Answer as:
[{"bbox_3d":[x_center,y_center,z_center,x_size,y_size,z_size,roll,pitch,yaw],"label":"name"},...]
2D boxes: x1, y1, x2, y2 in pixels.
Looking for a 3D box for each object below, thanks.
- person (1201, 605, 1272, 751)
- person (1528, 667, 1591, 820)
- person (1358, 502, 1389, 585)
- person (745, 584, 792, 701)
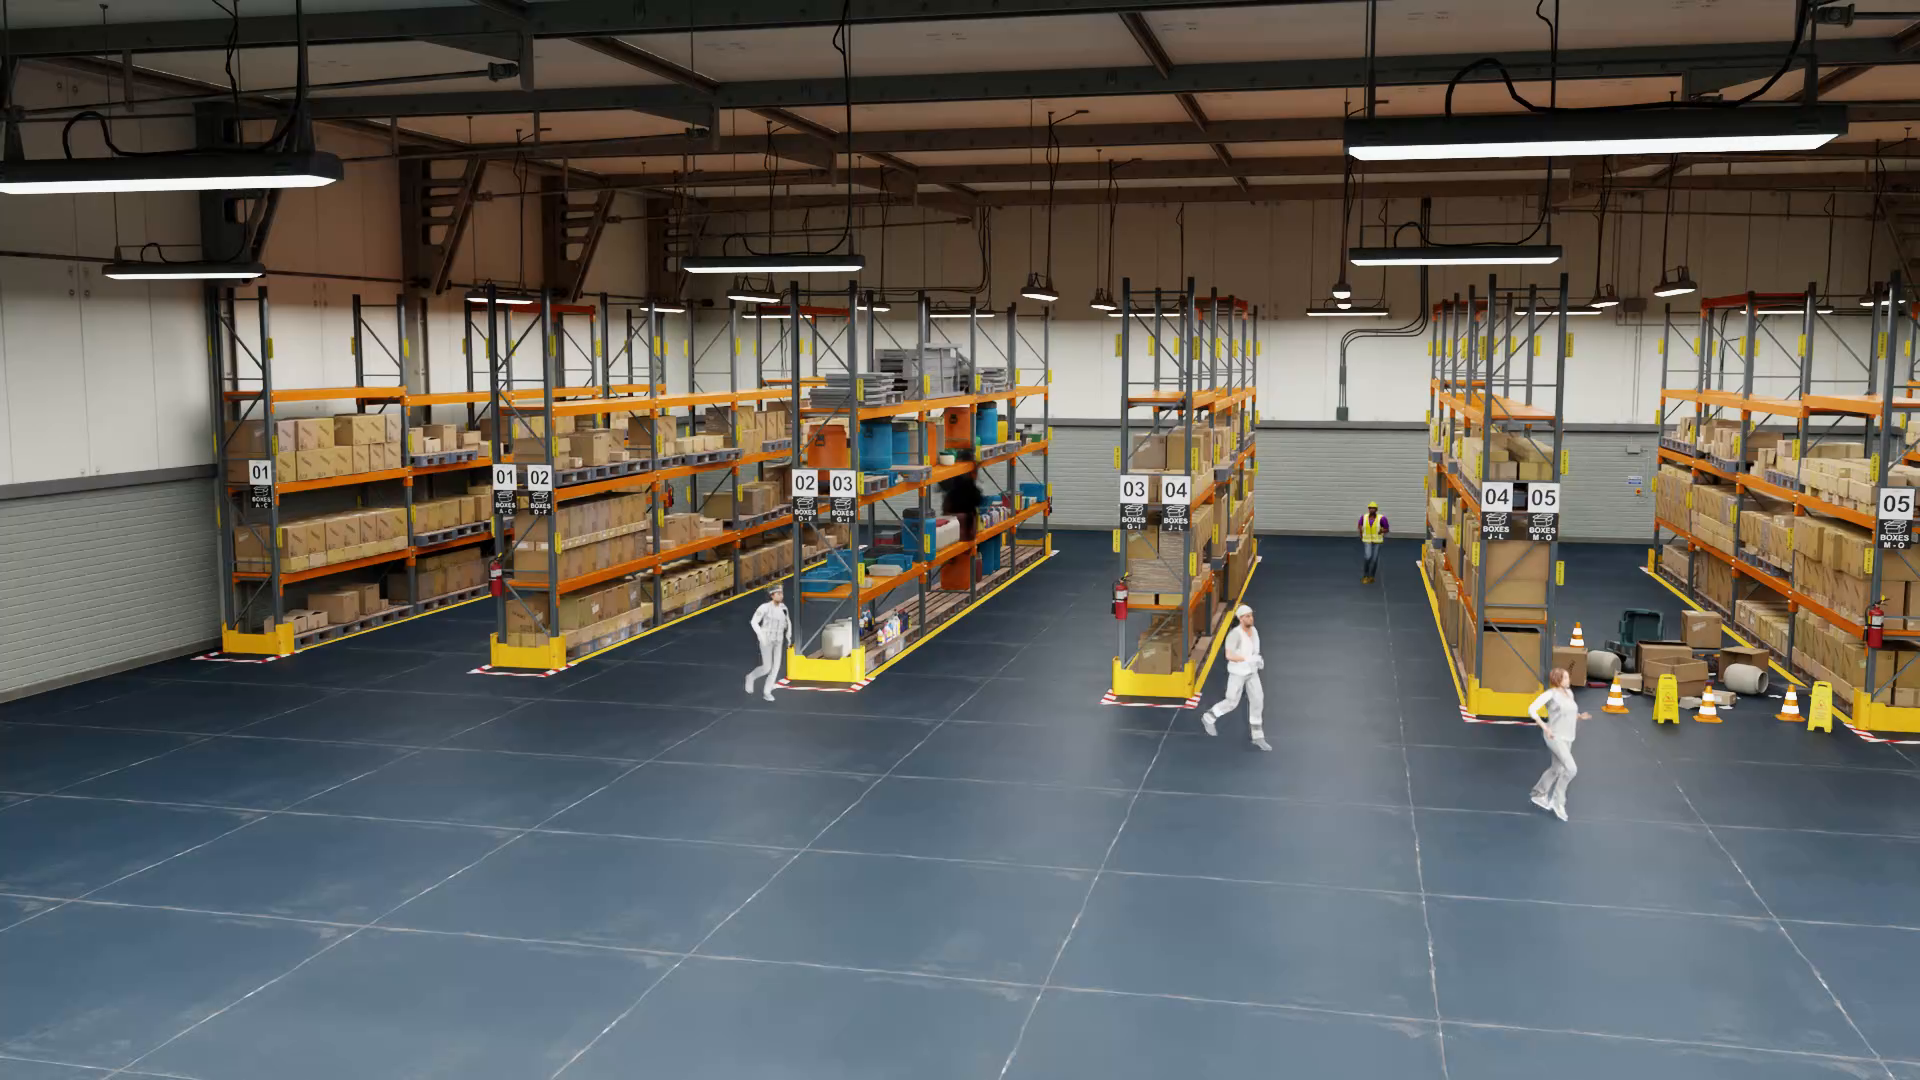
[{"bbox_3d":[3.538,1.703,21.001,0.671,1.798,1.002,-5,8,-38],"label":"person"},{"bbox_3d":[6.420,2.172,17.812,0.516,1.628,0.658,-6,9,-41],"label":"person"},{"bbox_3d":[8.787,0.080,35.402,0.665,1.792,0.709,2,7,16],"label":"person"},{"bbox_3d":[-2.702,1.442,23.912,0.657,1.637,0.600,-5,8,-39],"label":"person"}]
